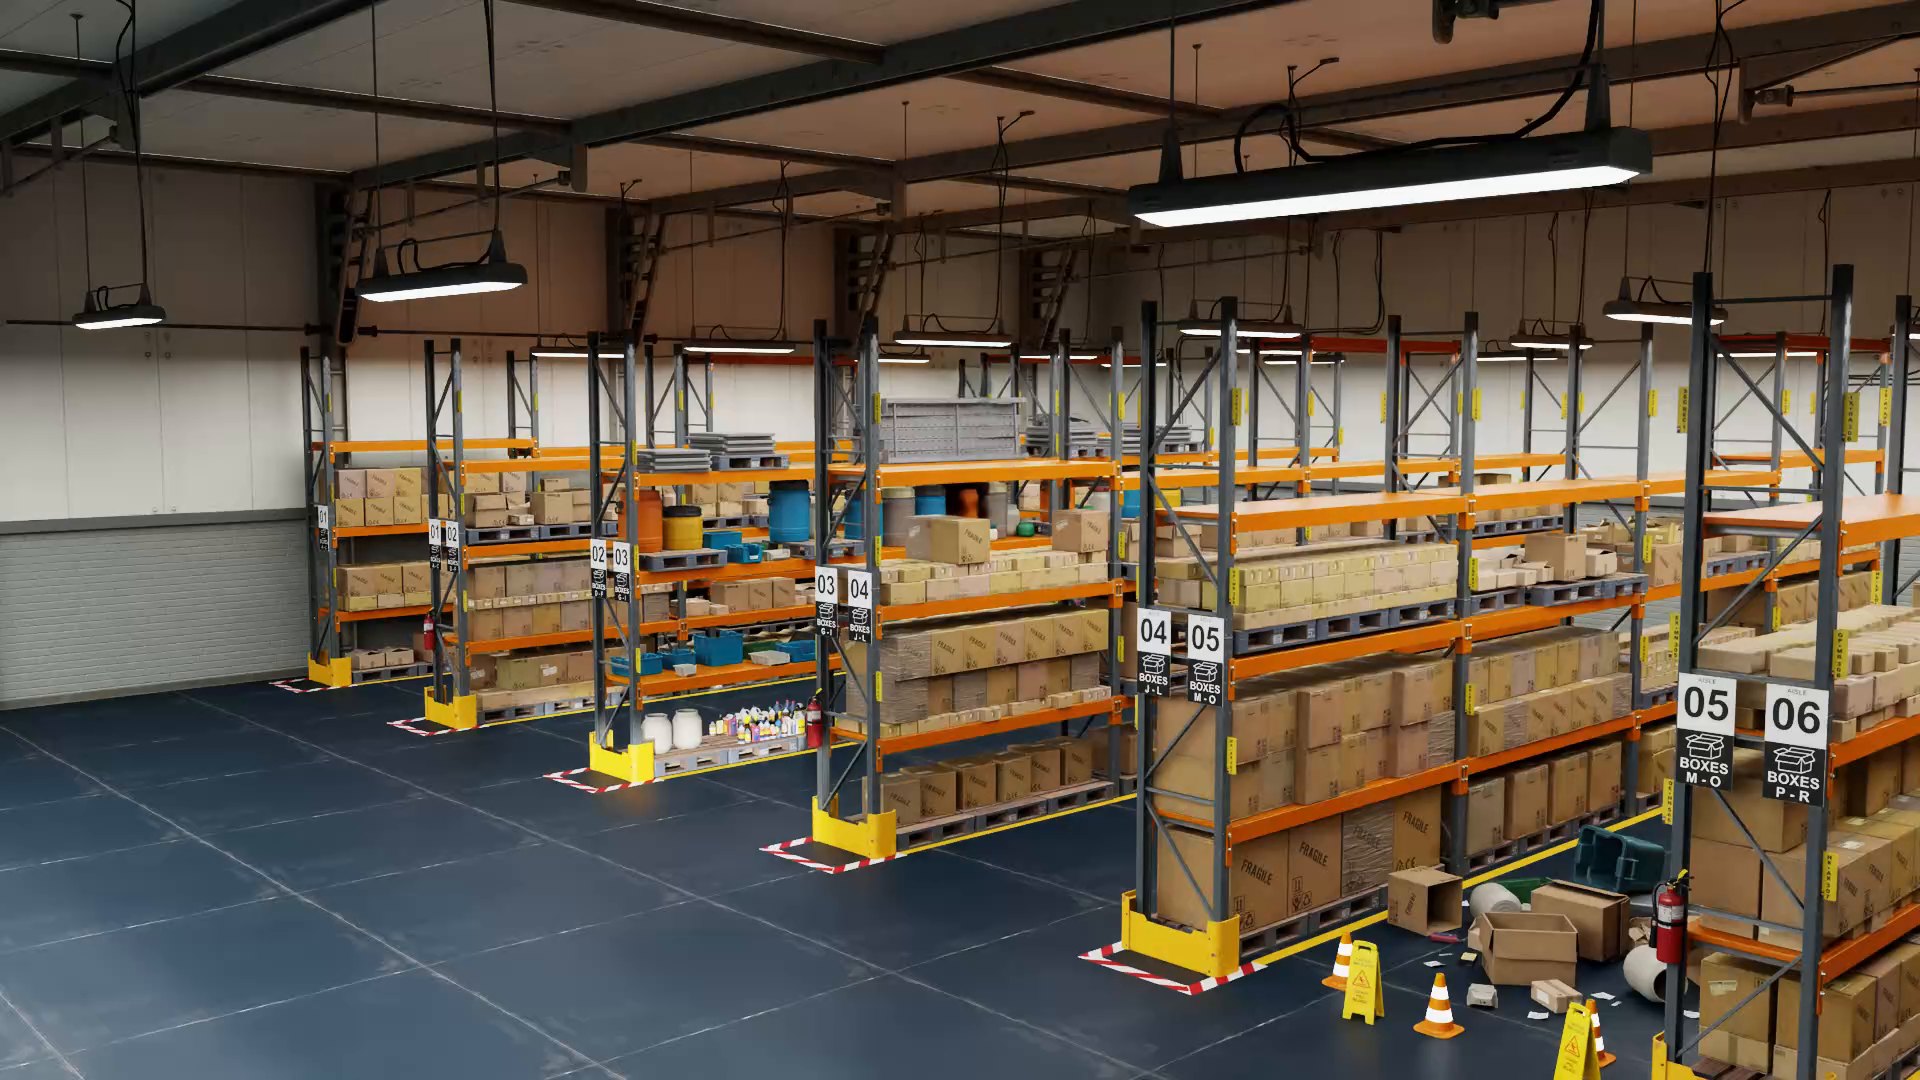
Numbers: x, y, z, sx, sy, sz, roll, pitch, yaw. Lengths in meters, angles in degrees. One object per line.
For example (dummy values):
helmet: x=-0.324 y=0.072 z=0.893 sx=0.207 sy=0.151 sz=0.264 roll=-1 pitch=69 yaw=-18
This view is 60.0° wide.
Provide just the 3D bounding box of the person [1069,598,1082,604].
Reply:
person: x=2.384 y=1.464 z=33.005 sx=0.627 sy=1.633 sz=0.765 roll=4 pitch=7 yaw=40
